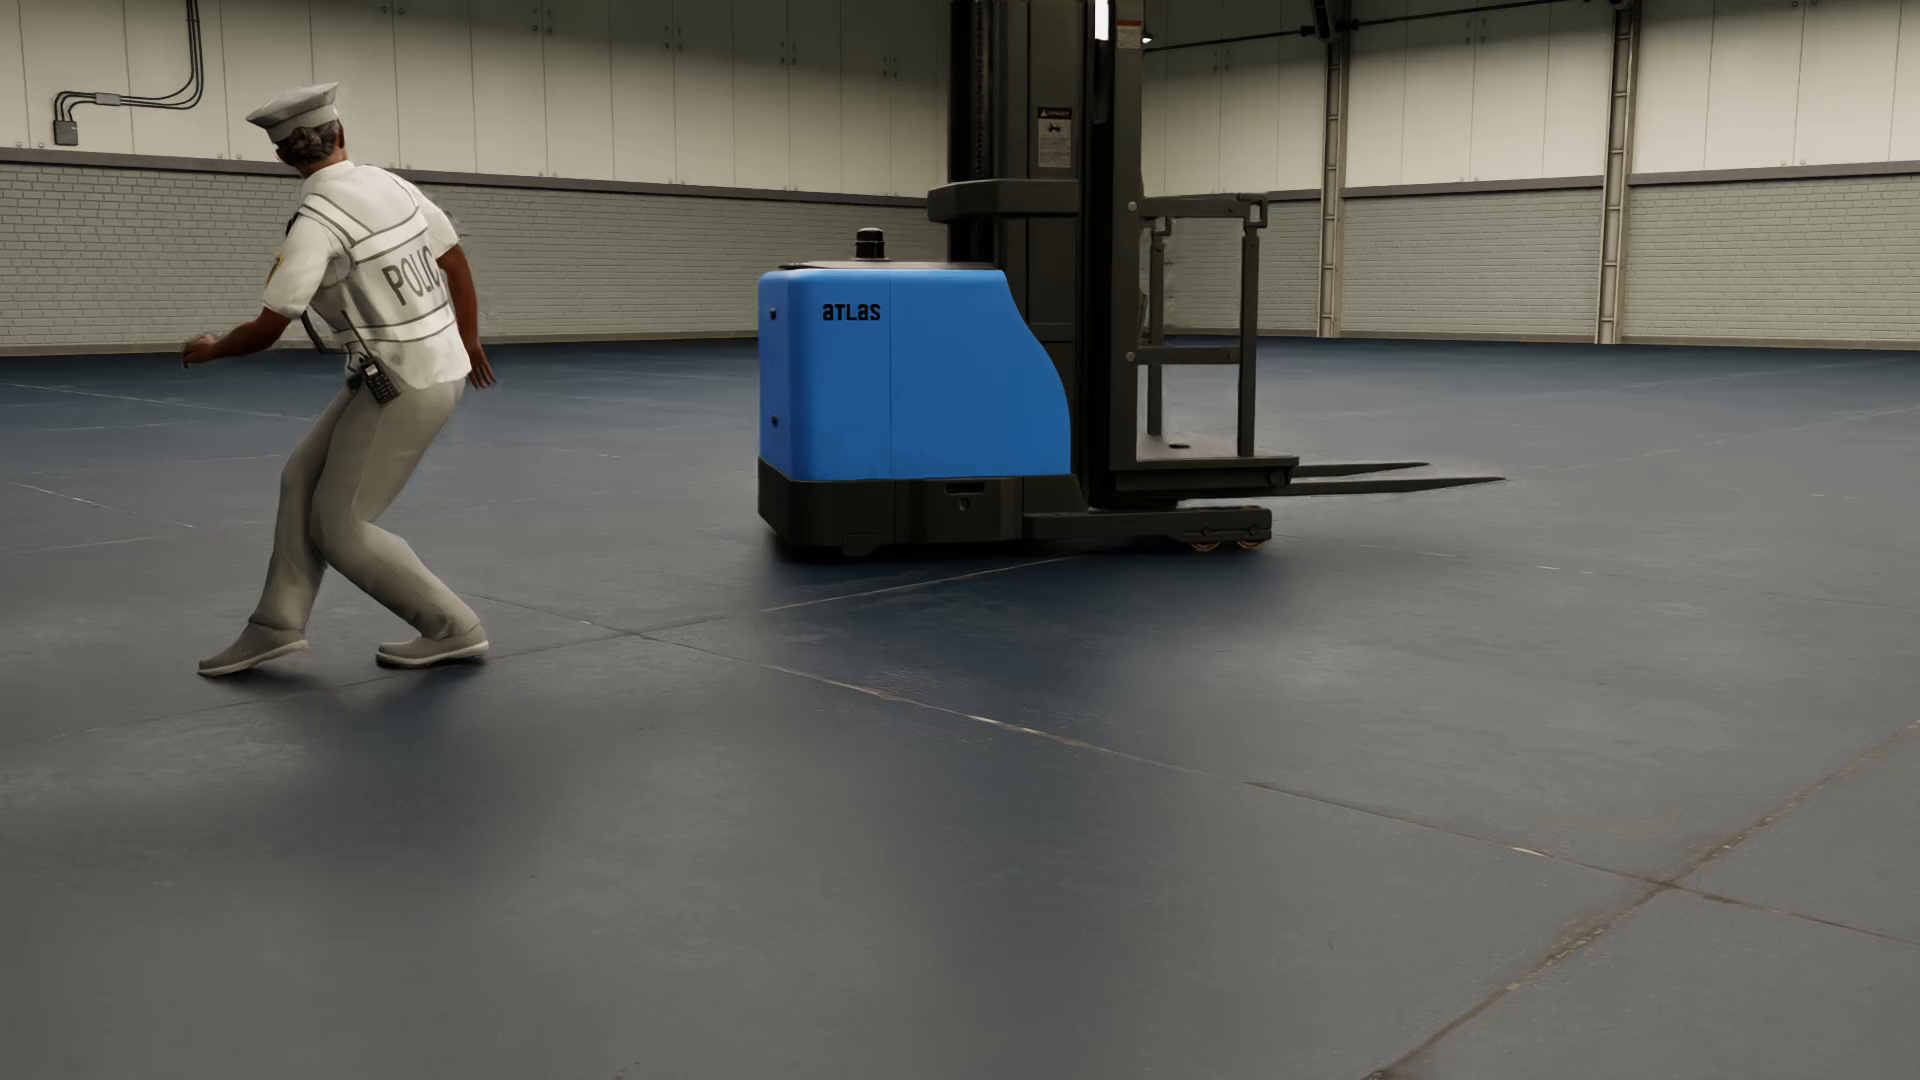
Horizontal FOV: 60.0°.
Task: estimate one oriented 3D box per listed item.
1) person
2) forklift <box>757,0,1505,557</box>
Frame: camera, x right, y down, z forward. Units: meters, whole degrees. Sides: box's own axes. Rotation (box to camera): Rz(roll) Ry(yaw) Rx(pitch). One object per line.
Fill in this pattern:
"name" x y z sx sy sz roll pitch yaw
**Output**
"person" -1.669 -0.428 4.471 0.762 1.533 0.694 0 9 -3
"forklift" 0.730 -1.480 6.705 3.031 2.935 1.130 -2 9 -14
